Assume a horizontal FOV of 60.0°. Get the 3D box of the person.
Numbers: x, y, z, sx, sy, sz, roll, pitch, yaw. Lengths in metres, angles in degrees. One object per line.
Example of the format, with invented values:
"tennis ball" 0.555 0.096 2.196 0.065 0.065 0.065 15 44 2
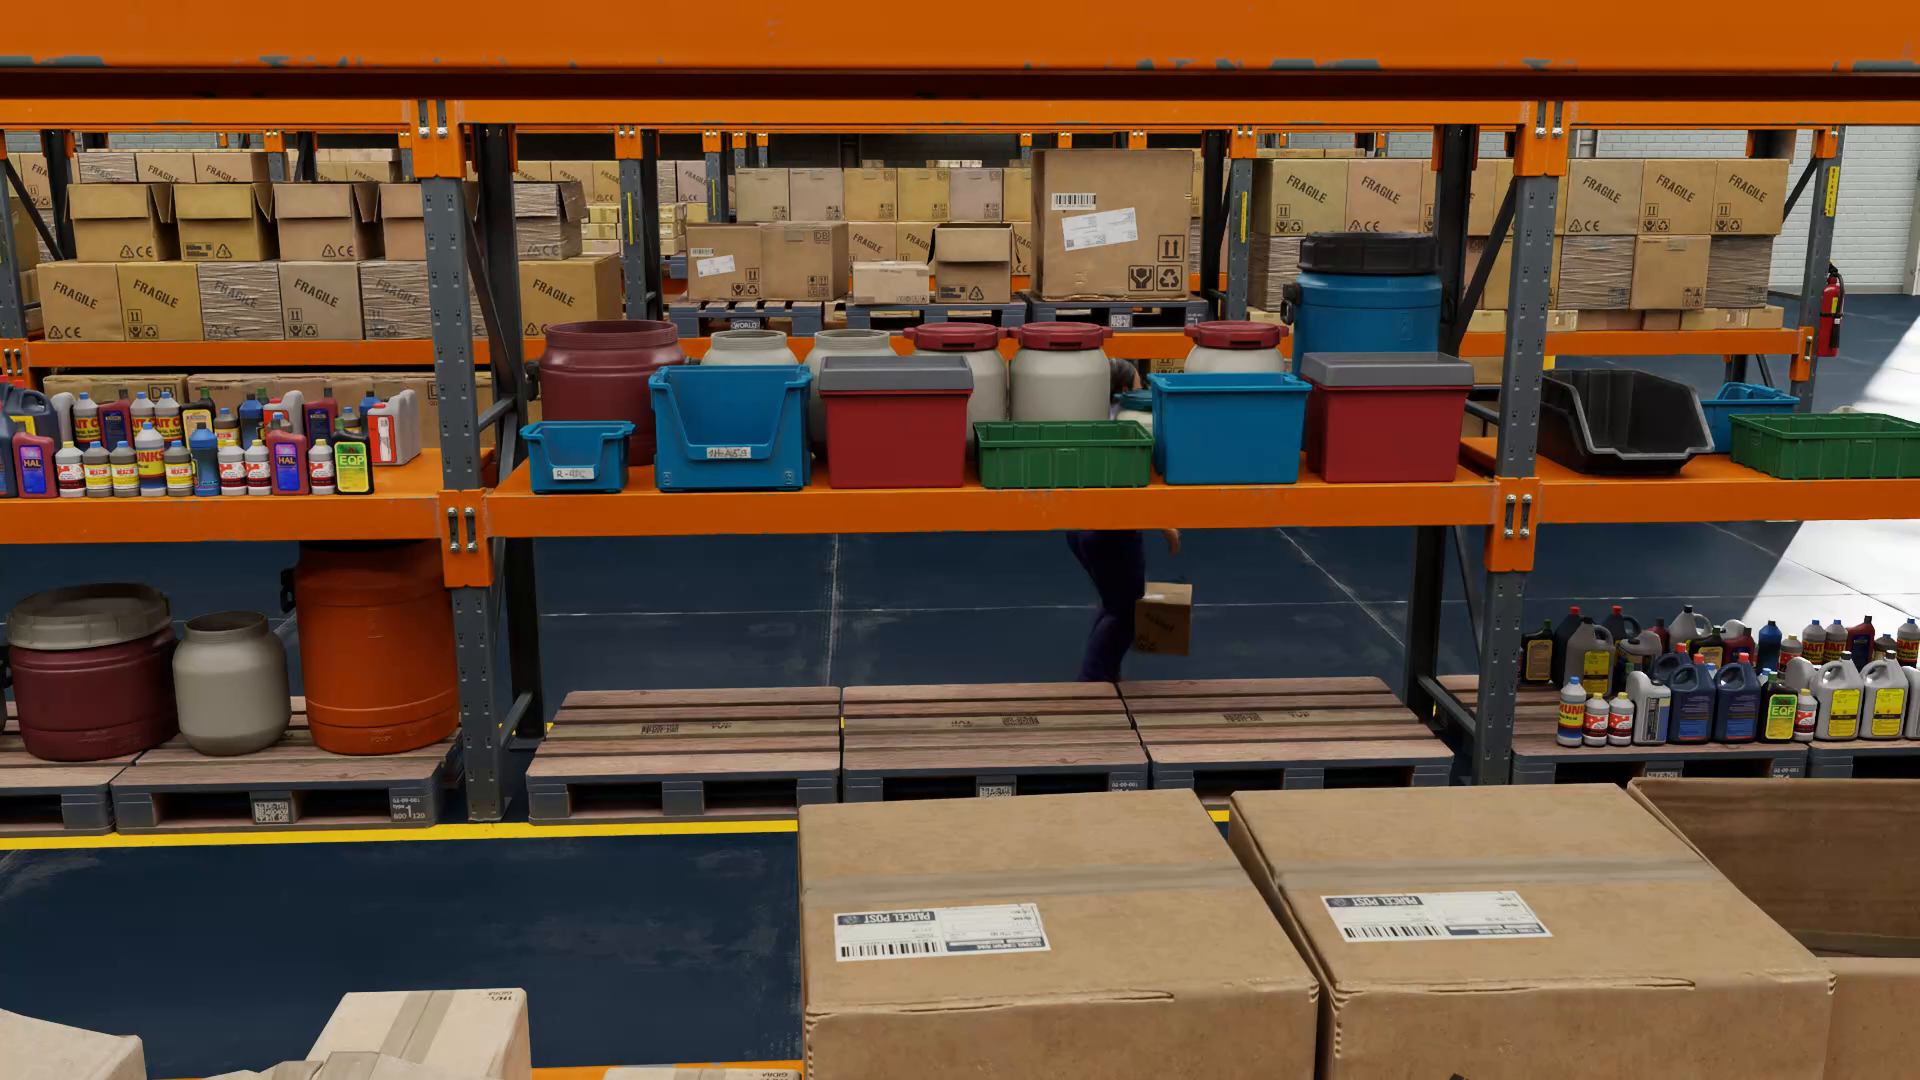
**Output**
"person" 0.711 -0.021 7.609 0.501 1.625 0.570 -5 14 -19
